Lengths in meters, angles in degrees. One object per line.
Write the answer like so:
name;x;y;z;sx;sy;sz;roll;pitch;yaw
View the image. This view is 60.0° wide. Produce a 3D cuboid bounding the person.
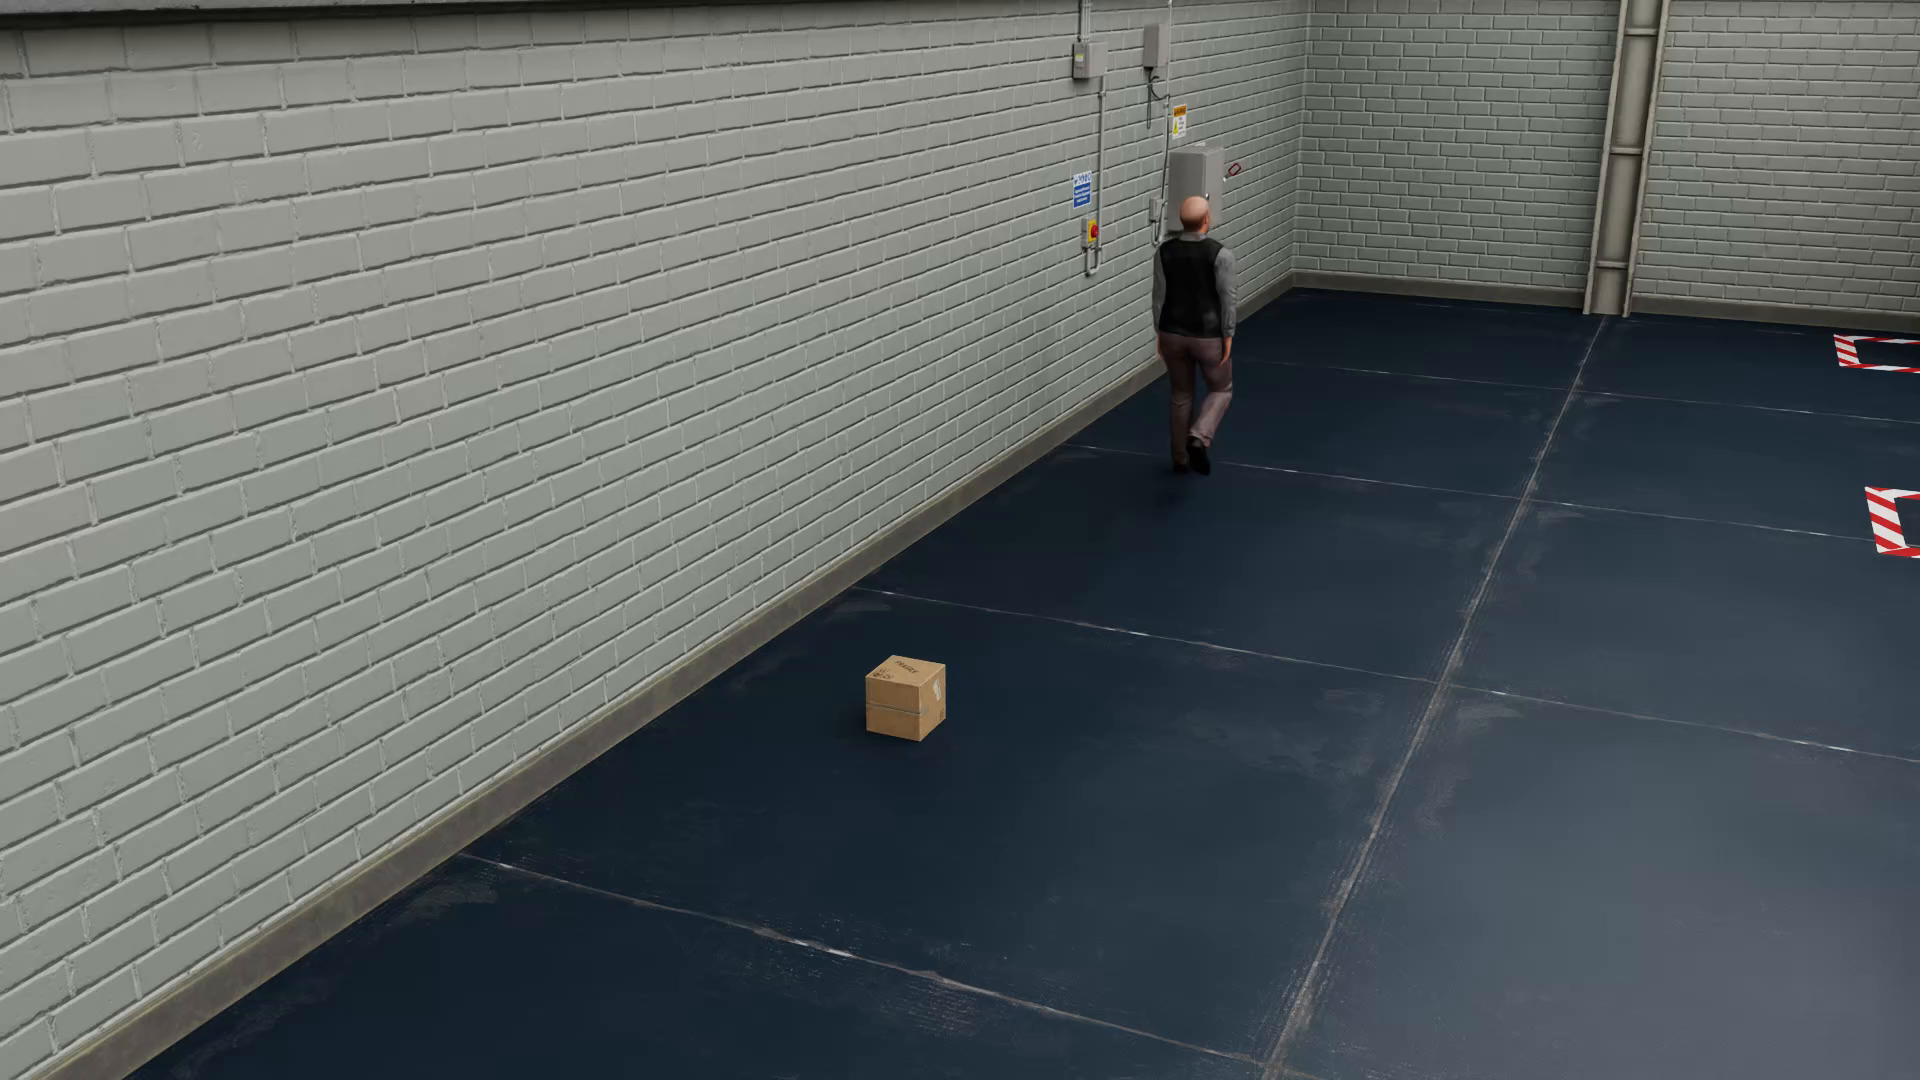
person;1.424;-1.230;10.138;0.537;1.710;0.564;9;21;25
